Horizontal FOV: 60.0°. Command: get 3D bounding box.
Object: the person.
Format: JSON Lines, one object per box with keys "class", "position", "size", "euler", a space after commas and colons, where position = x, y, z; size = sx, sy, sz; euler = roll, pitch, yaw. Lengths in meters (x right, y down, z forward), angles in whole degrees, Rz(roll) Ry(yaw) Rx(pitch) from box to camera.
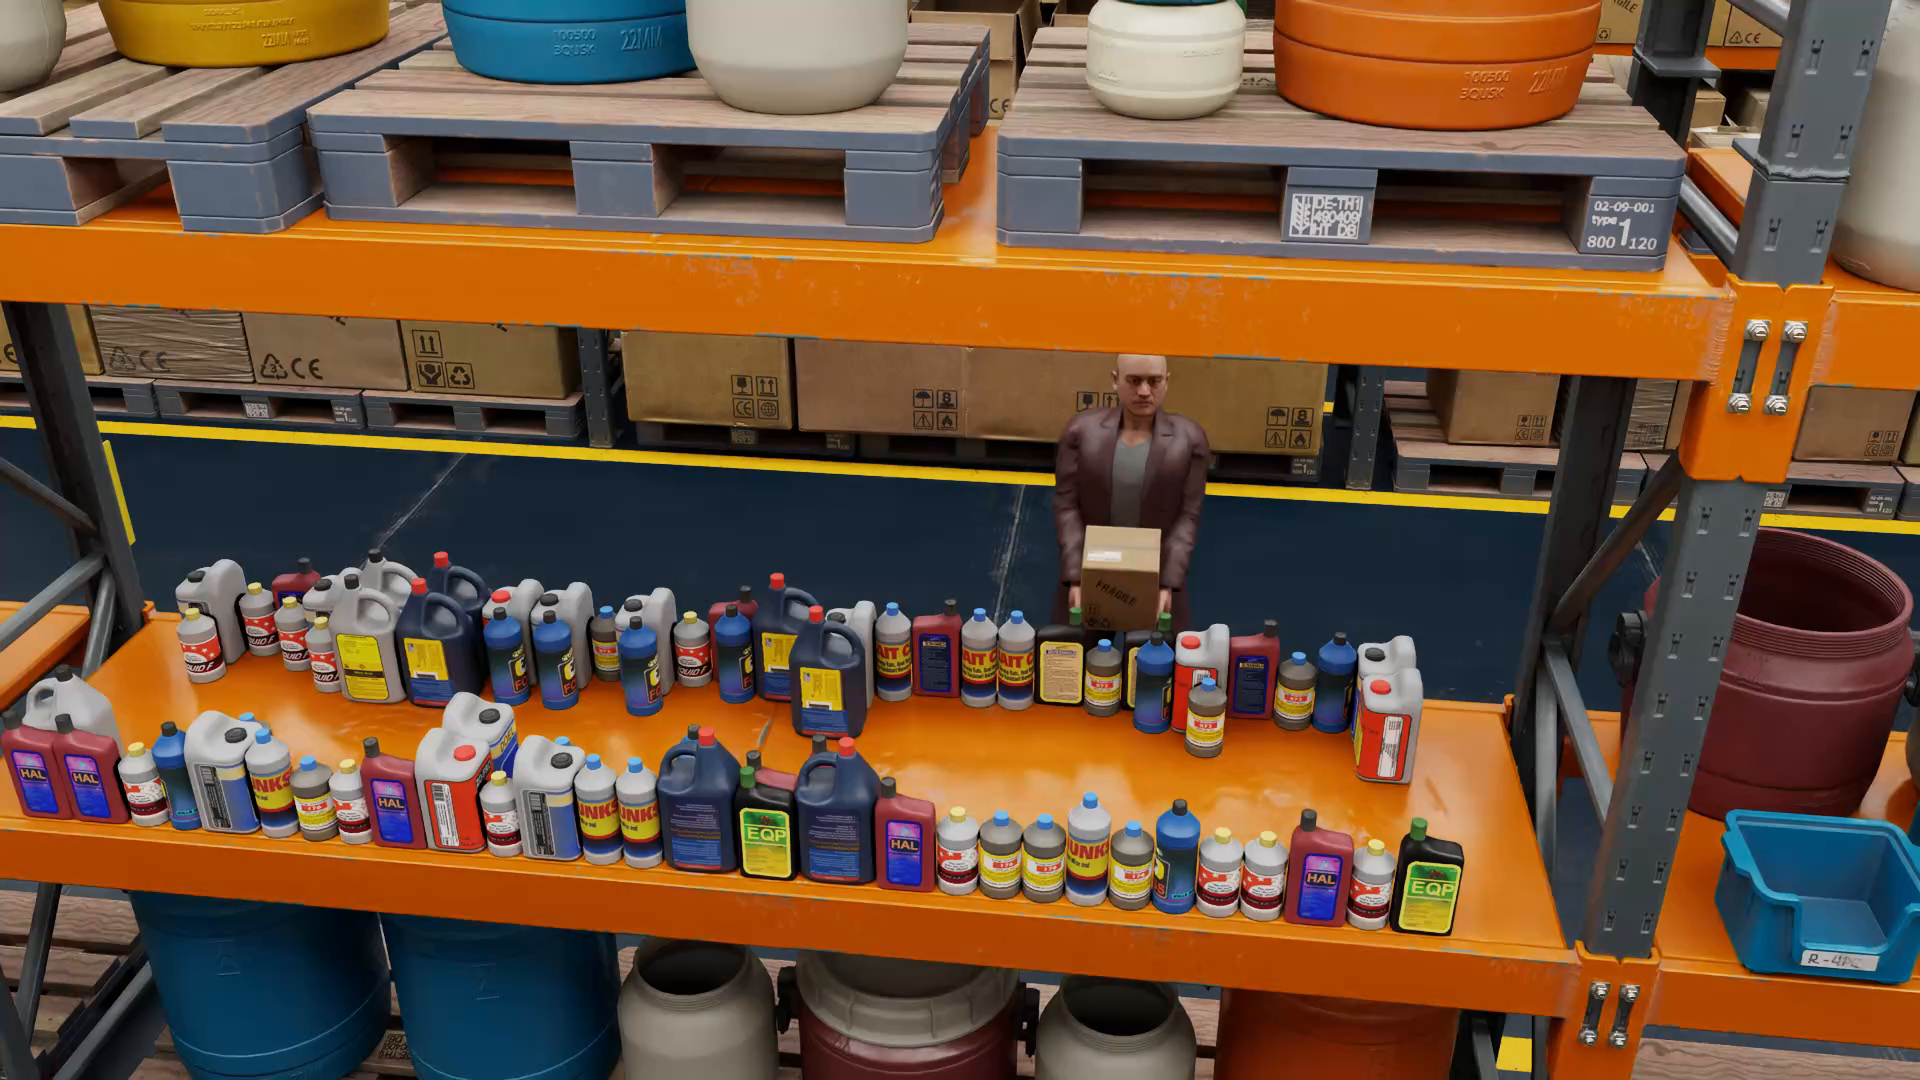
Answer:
{"class": "person", "position": [0.565, 0.209, 5.751], "size": [0.530, 1.769, 0.562], "euler": [3, 28, 6]}
